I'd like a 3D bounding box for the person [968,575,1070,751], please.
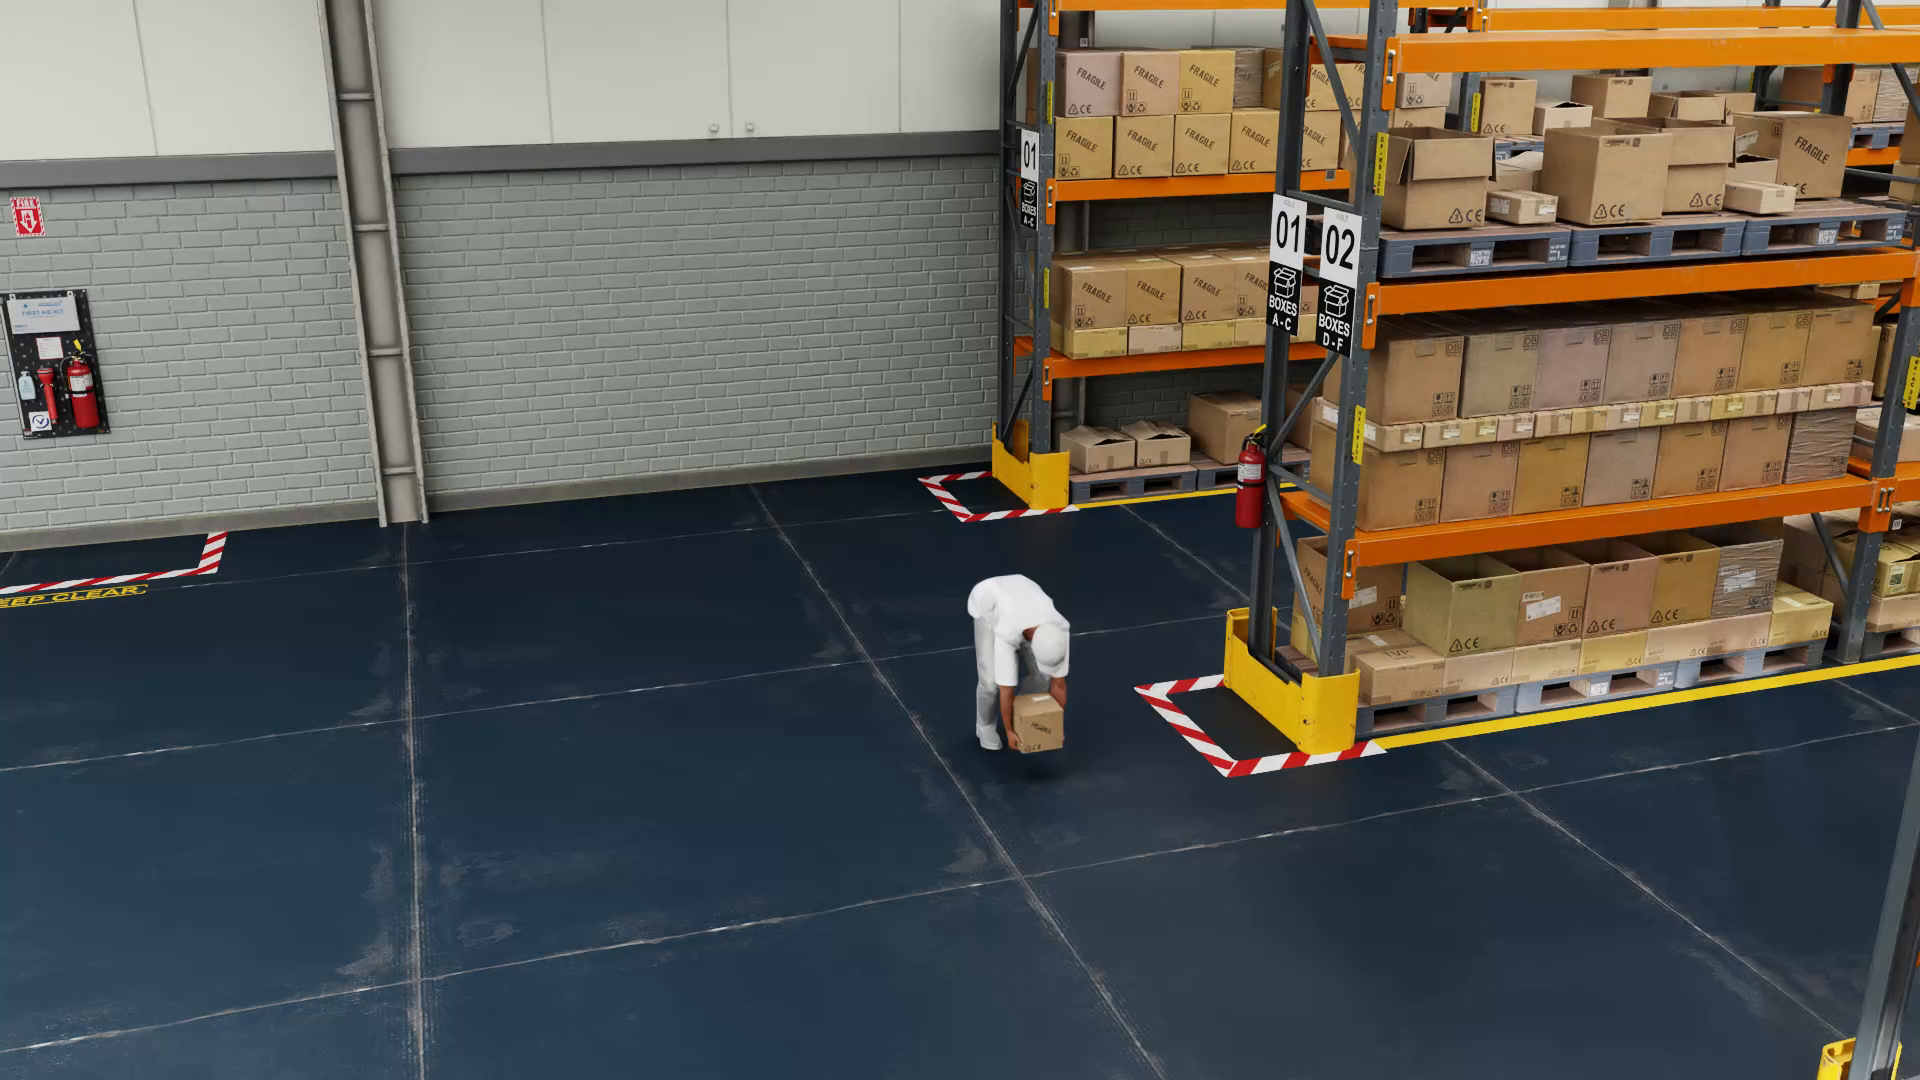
[{"bbox_3d":[0.382,0.787,9.840,0.486,1.053,0.981,-7,20,-20],"label":"person"}]
